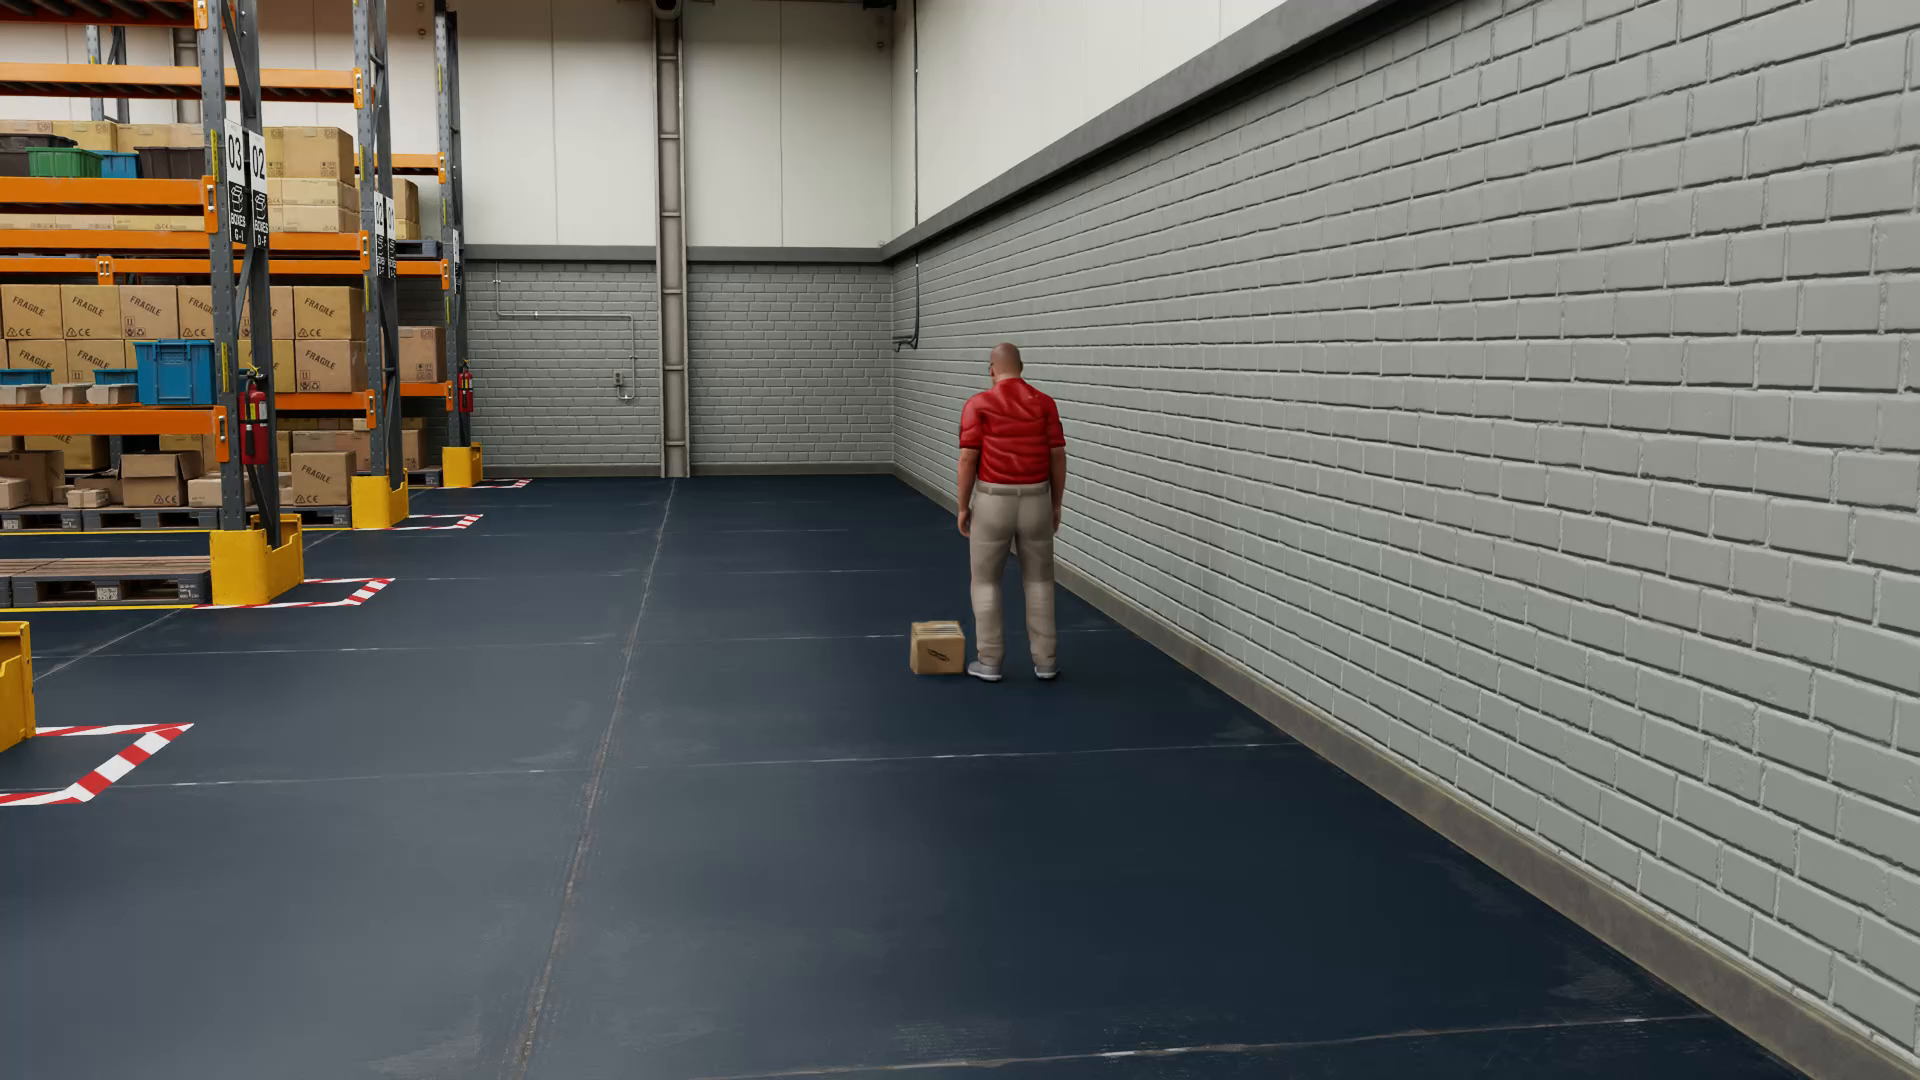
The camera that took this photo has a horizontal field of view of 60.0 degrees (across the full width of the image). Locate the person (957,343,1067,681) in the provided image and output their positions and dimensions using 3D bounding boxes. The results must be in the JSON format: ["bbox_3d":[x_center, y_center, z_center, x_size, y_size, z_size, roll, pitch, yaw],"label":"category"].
[{"bbox_3d":[0.262,-0.145,8.555,0.576,1.727,0.390,-1,7,-11],"label":"person"}]
